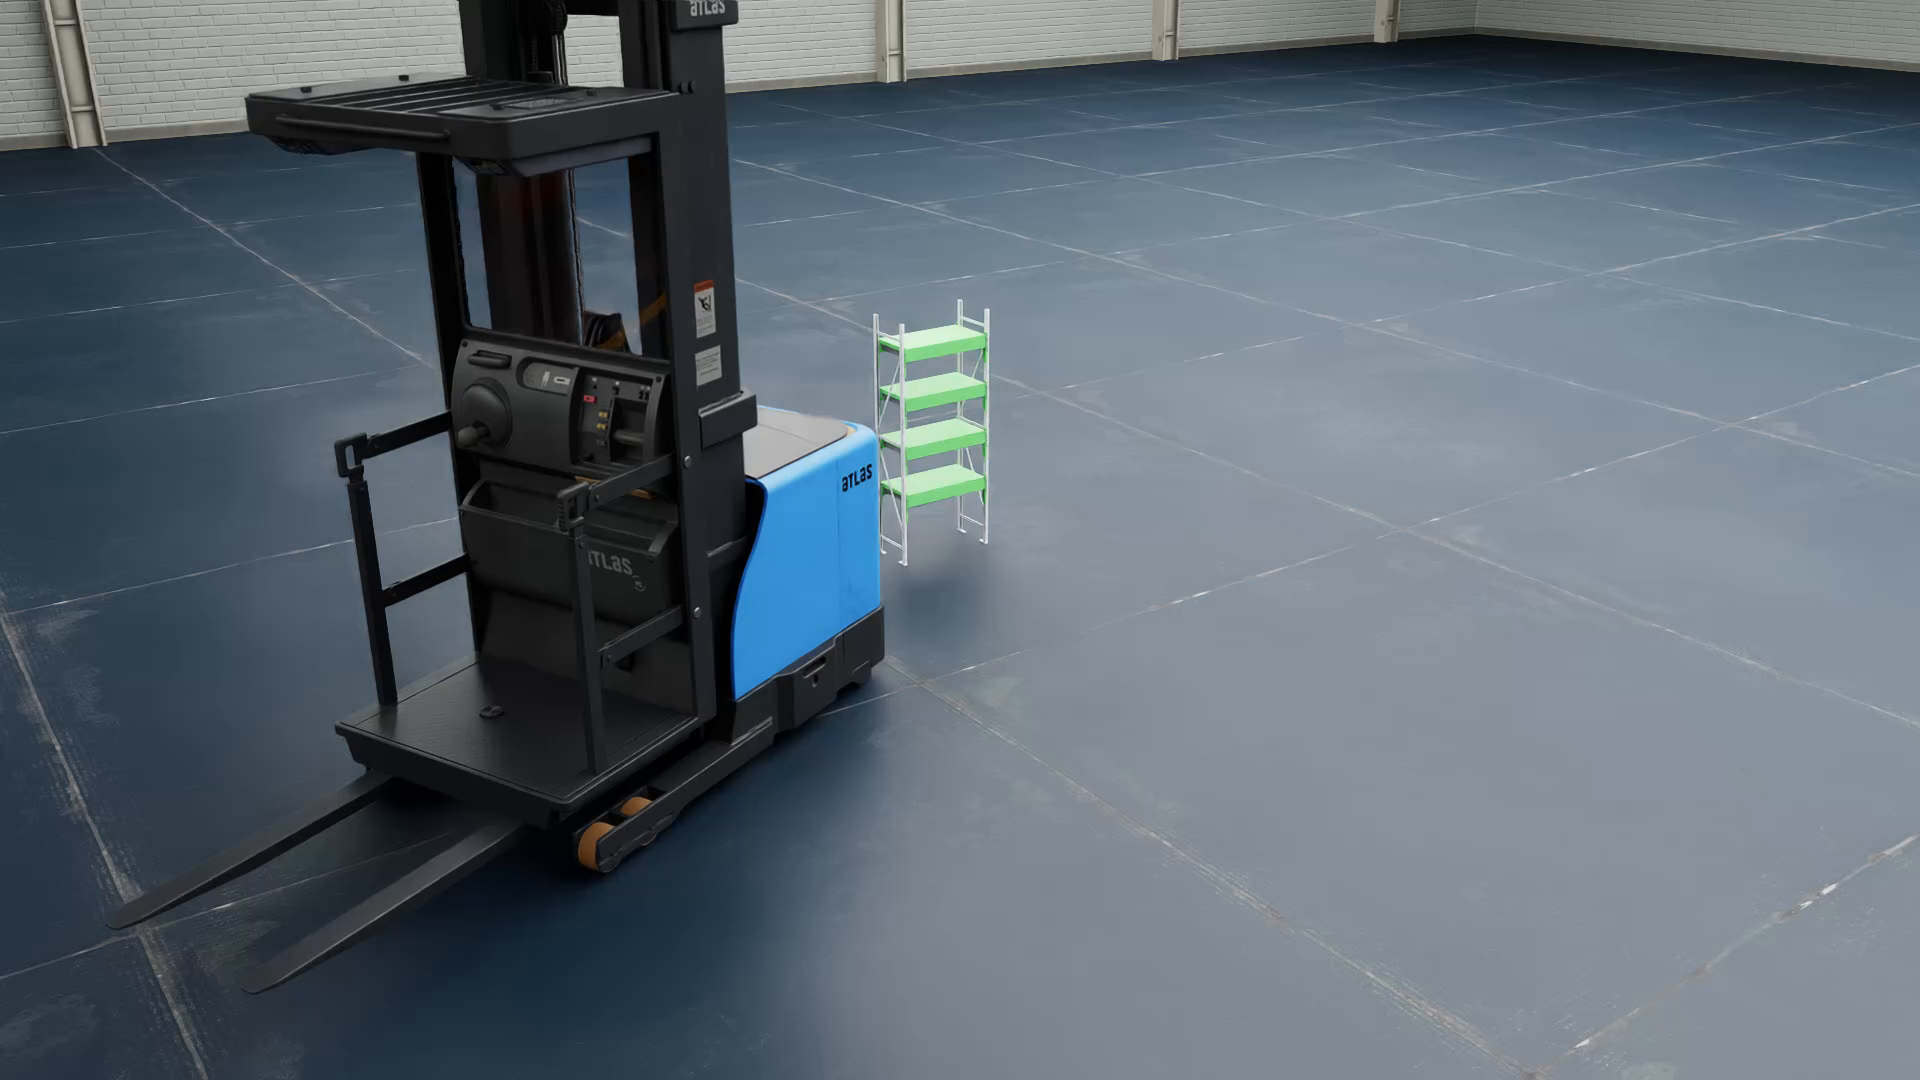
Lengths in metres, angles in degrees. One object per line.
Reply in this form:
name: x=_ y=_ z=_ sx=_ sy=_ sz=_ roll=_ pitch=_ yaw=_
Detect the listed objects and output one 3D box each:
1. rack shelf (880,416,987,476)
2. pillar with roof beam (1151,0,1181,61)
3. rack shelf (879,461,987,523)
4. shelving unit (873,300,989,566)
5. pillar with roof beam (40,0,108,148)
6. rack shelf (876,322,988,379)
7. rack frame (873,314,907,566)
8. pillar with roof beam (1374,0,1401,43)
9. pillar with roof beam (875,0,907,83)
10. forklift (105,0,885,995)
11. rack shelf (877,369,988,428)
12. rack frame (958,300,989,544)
rack shelf: x=-0.134 y=-0.462 z=8.108 sx=0.480 sy=0.148 sz=0.258 roll=-15 pitch=26 yaw=-33
pillar with roof beam: x=6.264 y=-11.693 z=25.559 sx=0.400 sy=9.000 sz=9.100 roll=-15 pitch=26 yaw=-33
rack shelf: x=-0.134 y=-0.239 z=8.197 sx=0.480 sy=0.148 sz=0.258 roll=-15 pitch=26 yaw=-33
shelving unit: x=-0.134 y=-0.521 z=8.084 sx=0.503 sy=1.200 sz=0.258 roll=-15 pitch=26 yaw=-33
pillar with roof beam: x=-8.347 y=-7.797 z=15.795 sx=0.400 sy=9.000 sz=9.100 roll=-15 pitch=26 yaw=-33
rack shelf: x=-0.134 y=-0.908 z=7.930 sx=0.480 sy=0.148 sz=0.258 roll=-15 pitch=26 yaw=-33
rack frame: x=-0.332 y=-0.469 z=7.952 sx=0.015 sy=1.200 sz=0.240 roll=-15 pitch=26 yaw=-33
pillar with roof beam: x=11.135 y=-12.992 z=28.813 sx=0.400 sy=9.000 sz=9.100 roll=-15 pitch=26 yaw=-33
pillar with roof beam: x=1.394 y=-10.395 z=22.304 sx=0.400 sy=9.000 sz=9.100 roll=-15 pitch=26 yaw=-33
forklift: x=-1.492 y=-0.437 z=5.537 sx=1.130 sy=2.935 sz=3.031 roll=12 pitch=25 yaw=28
rack shelf: x=-0.134 y=-0.685 z=8.019 sx=0.480 sy=0.148 sz=0.258 roll=-15 pitch=26 yaw=-33
rack frame: x=0.064 y=-0.574 z=8.217 sx=0.015 sy=1.200 sz=0.240 roll=-15 pitch=26 yaw=-33
